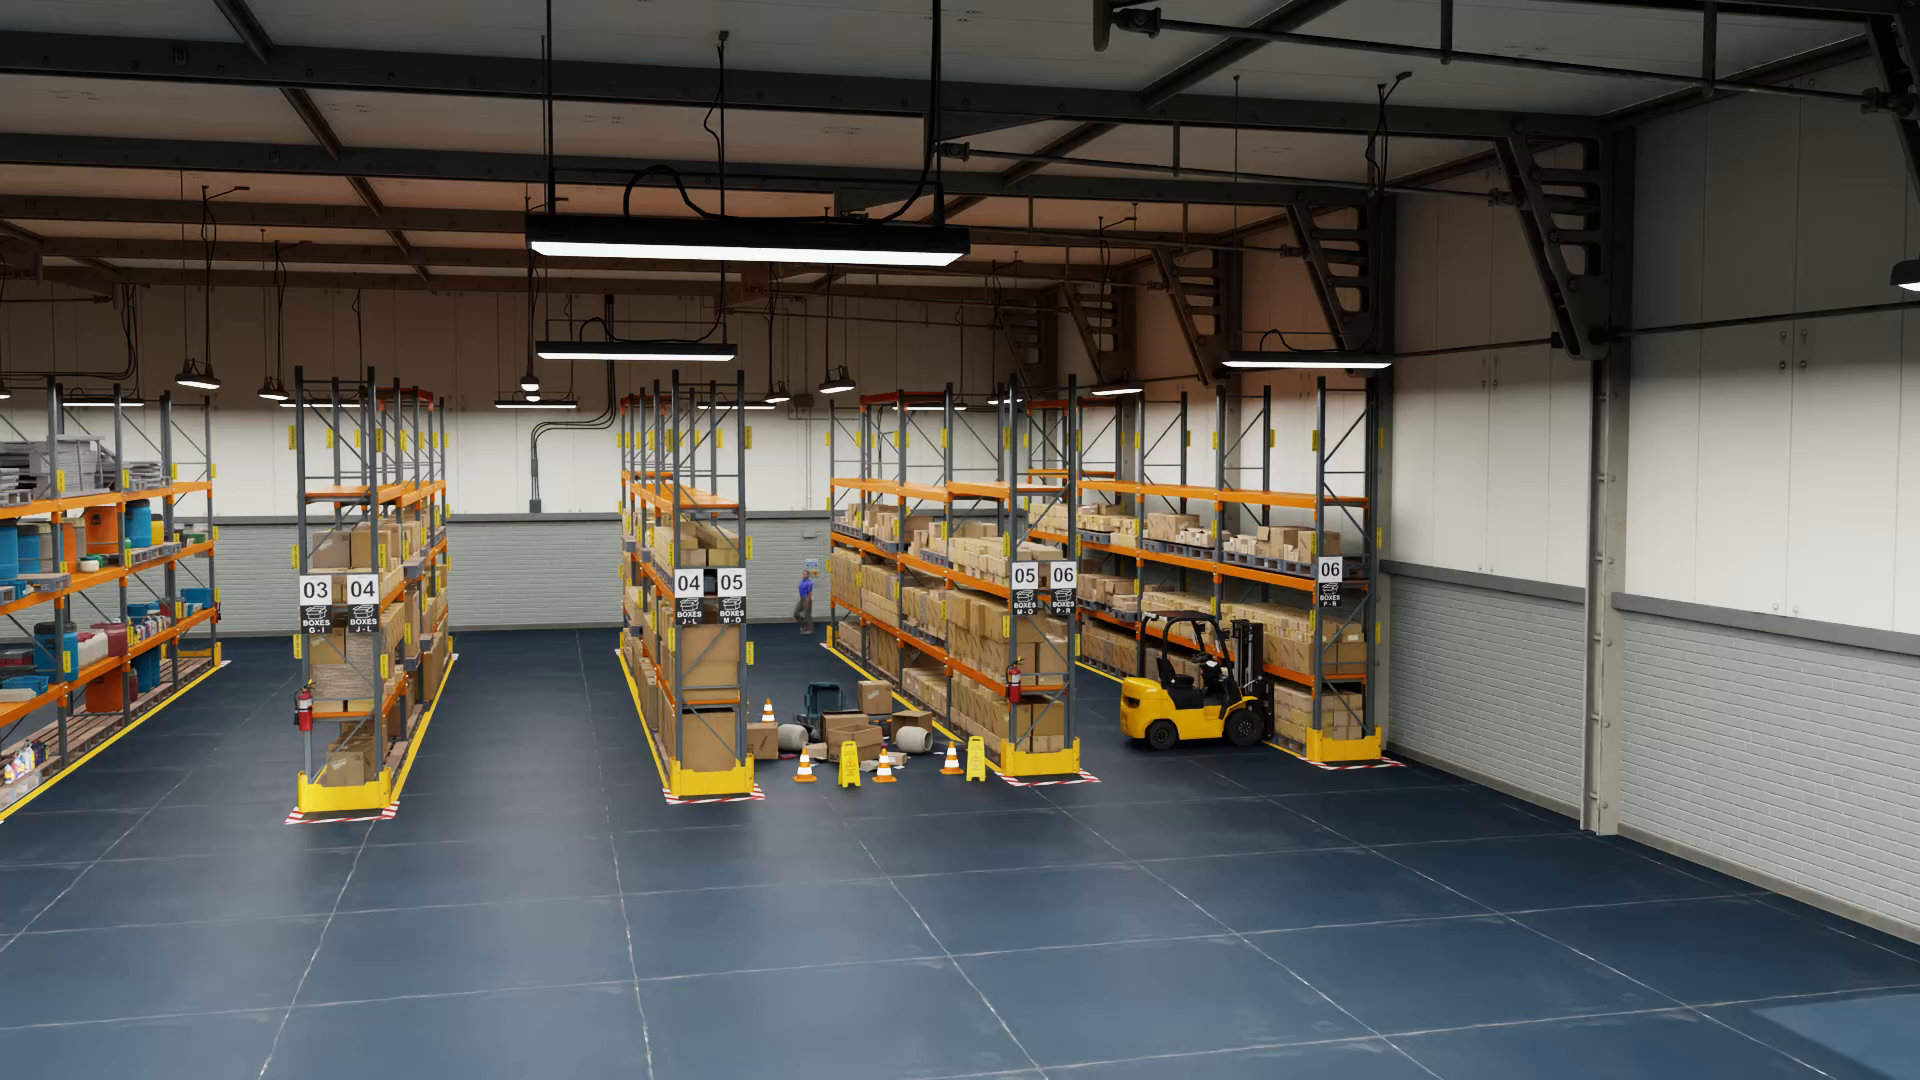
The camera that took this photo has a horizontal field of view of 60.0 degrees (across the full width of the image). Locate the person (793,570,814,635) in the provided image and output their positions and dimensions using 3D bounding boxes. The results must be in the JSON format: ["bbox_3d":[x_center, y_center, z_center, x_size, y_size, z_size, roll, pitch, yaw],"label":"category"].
[{"bbox_3d":[-4.025,1.674,42.864,0.475,1.596,0.512,-2,4,-35],"label":"person"}]
